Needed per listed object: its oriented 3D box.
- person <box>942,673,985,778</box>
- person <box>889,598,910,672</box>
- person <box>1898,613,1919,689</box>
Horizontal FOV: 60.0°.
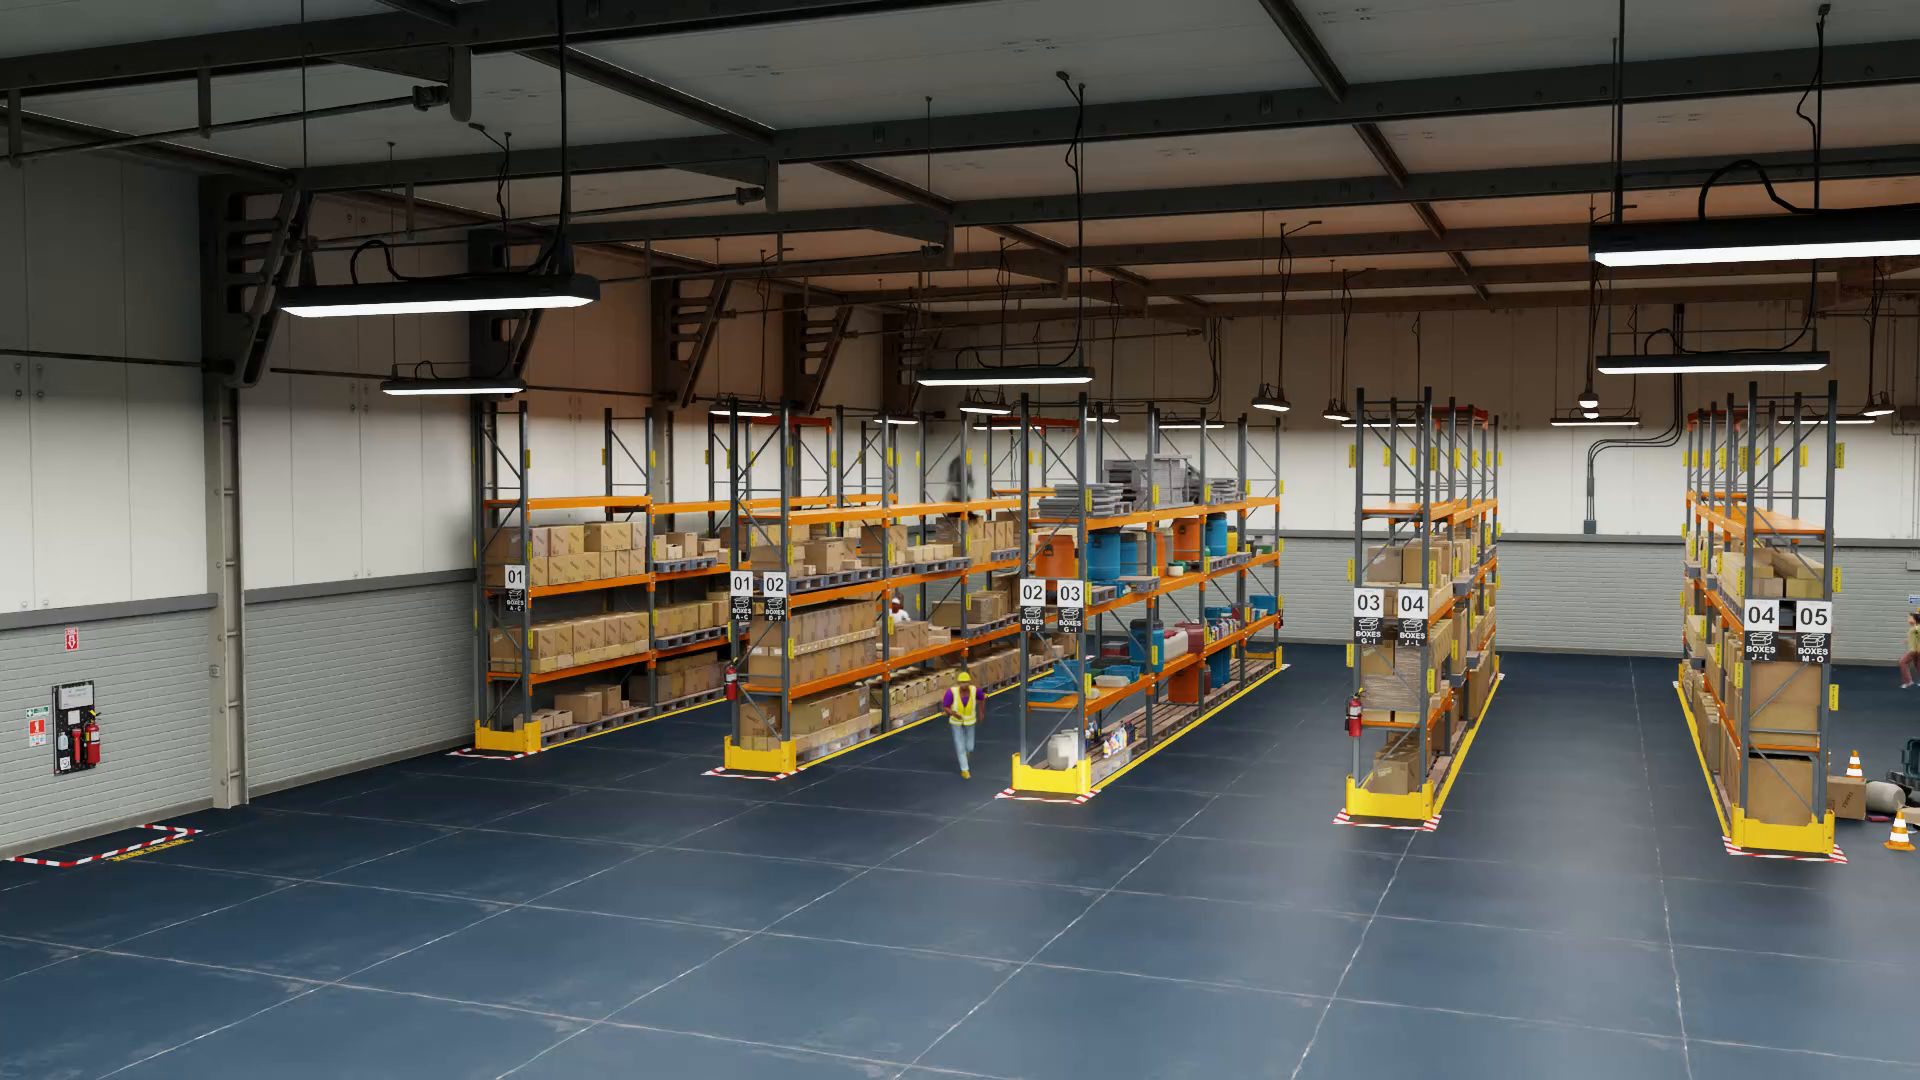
[{"bbox_3d":[0.065,2.900,26.103,0.688,1.683,0.730,0,3,-3],"label":"person"},{"bbox_3d":[-1.522,2.237,39.292,0.701,1.732,0.680,1,3,15],"label":"person"},{"bbox_3d":[20.737,2.424,36.065,0.664,1.700,0.650,2,3,31],"label":"person"}]
